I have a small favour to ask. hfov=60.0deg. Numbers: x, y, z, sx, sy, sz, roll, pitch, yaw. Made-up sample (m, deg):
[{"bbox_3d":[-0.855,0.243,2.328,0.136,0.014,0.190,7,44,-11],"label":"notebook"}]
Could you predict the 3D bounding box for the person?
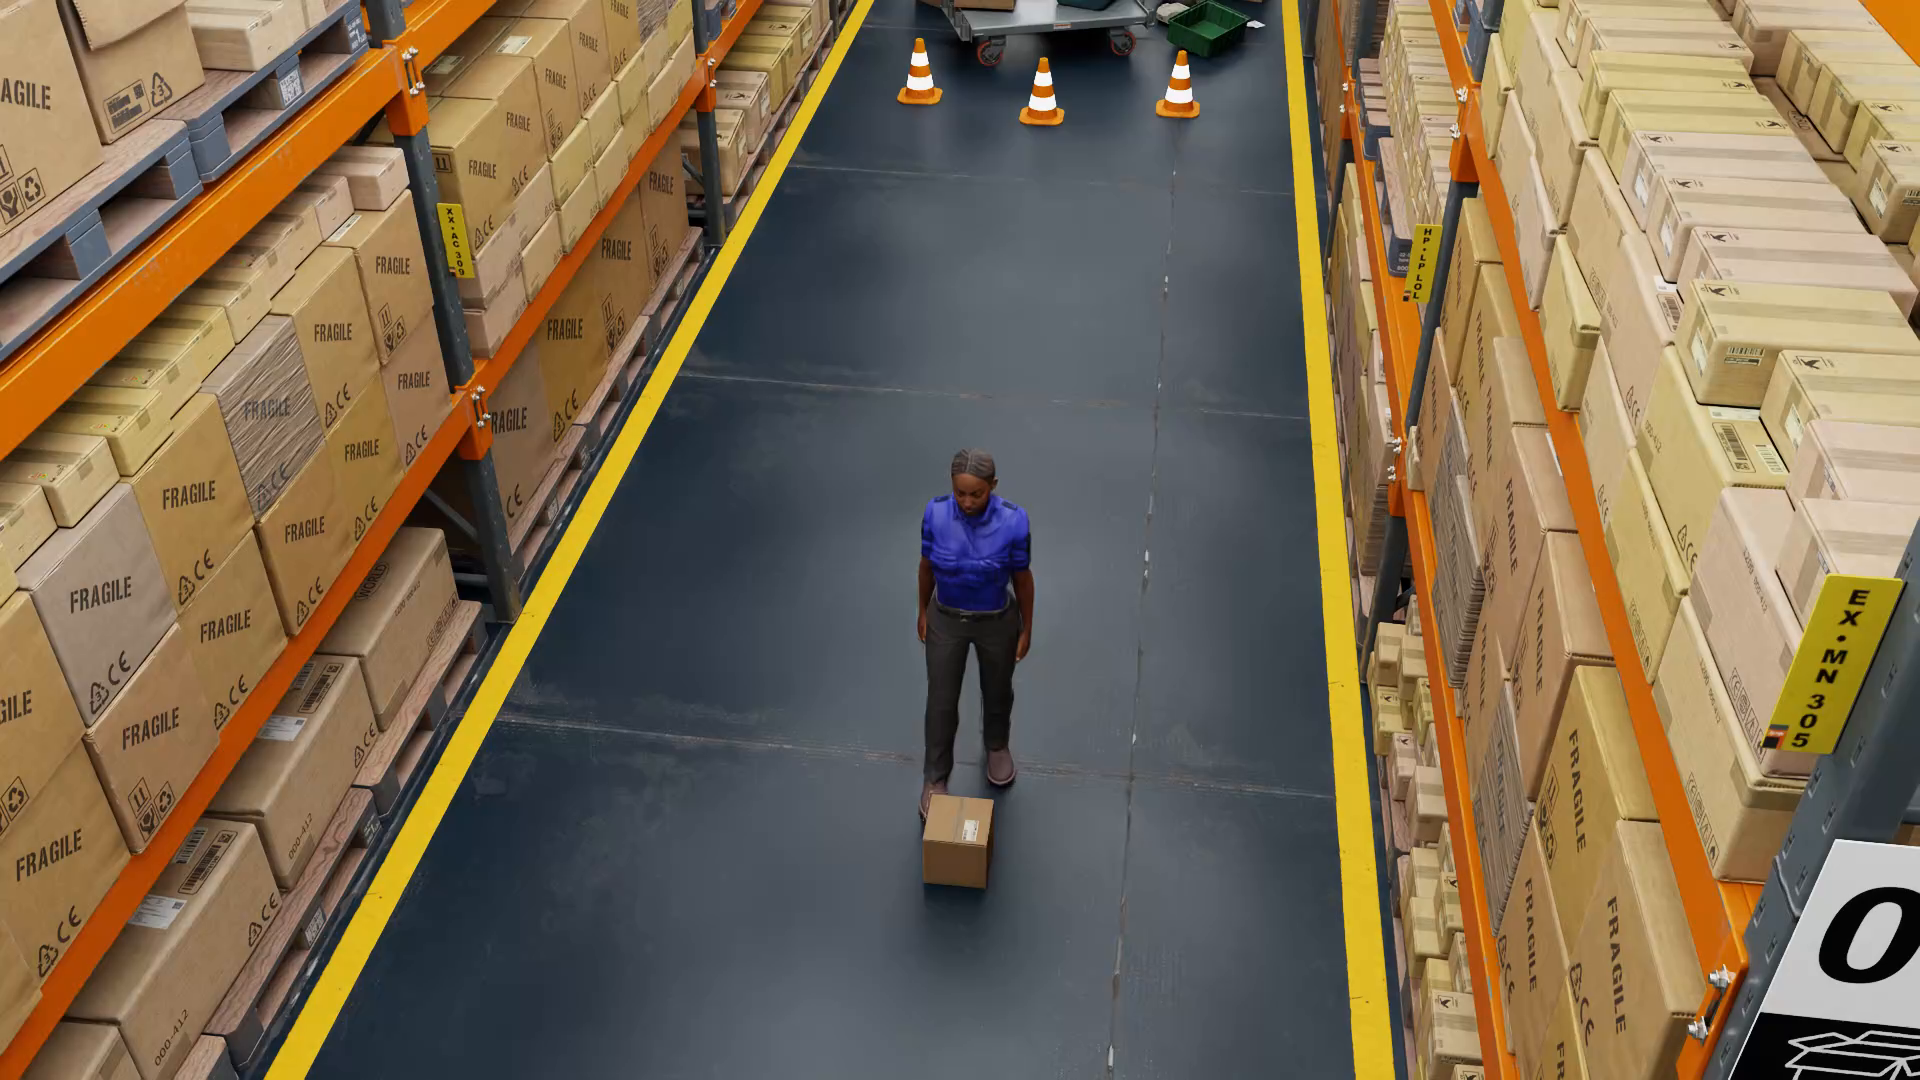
[{"bbox_3d":[0.048,0.358,6.539,0.471,1.655,0.538,5,37,6],"label":"person"}]
